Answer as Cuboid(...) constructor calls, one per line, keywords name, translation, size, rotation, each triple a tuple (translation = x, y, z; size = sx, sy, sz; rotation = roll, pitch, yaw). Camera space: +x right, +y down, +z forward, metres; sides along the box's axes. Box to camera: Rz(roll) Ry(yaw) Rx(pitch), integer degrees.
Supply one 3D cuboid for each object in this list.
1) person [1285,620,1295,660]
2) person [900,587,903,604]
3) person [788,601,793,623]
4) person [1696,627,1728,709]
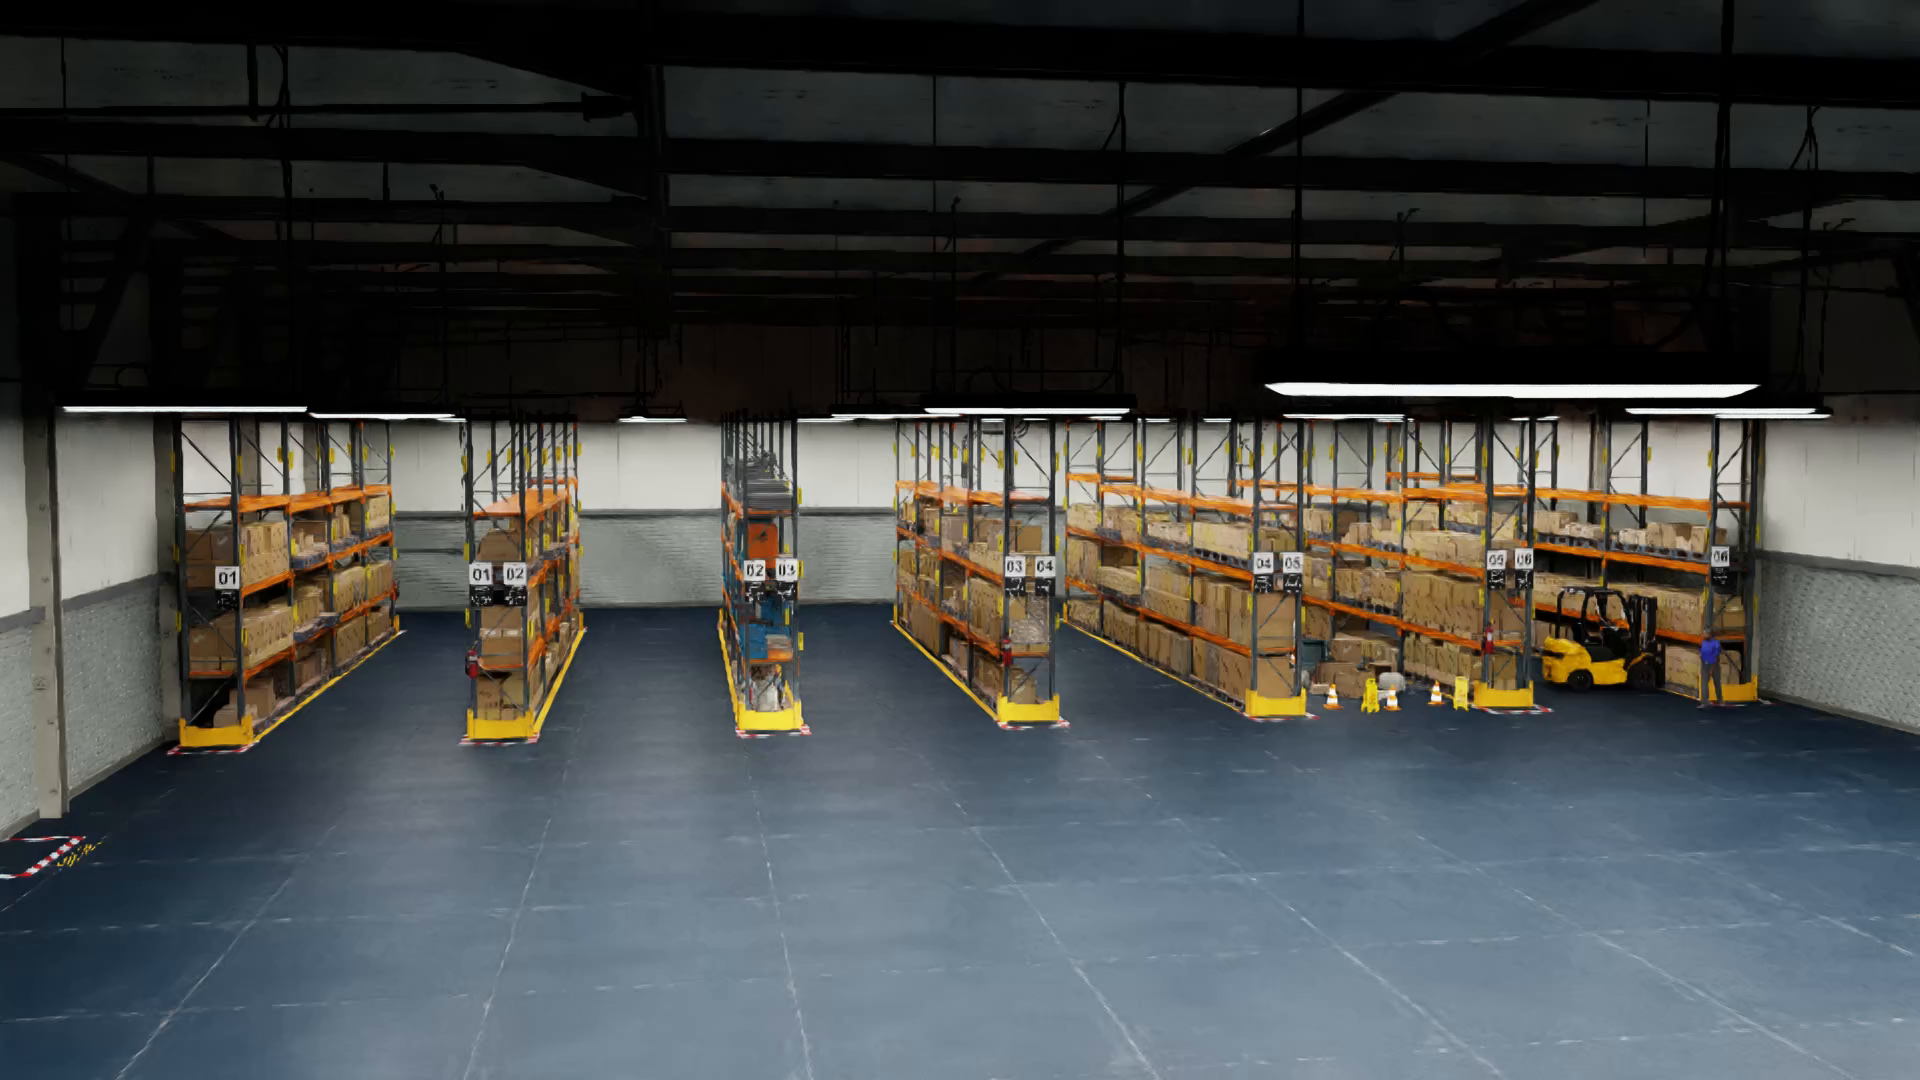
Cuboid(name="person", translation=(7.793, 2.063, 39.504), size=(0.577, 1.783, 0.662), rotation=(1, 4, 19))
Cuboid(name="person", translation=(-1.614, 1.308, 51.093), size=(0.706, 1.695, 0.843), rotation=(-2, 4, -27))
Cuboid(name="person", translation=(-4.948, 1.484, 47.919), size=(0.504, 1.790, 0.643), rotation=(-1, 4, -21))
Cuboid(name="person", translation=(15.121, 2.571, 33.438), size=(0.685, 1.643, 0.489), rotation=(-3, 5, -38))
